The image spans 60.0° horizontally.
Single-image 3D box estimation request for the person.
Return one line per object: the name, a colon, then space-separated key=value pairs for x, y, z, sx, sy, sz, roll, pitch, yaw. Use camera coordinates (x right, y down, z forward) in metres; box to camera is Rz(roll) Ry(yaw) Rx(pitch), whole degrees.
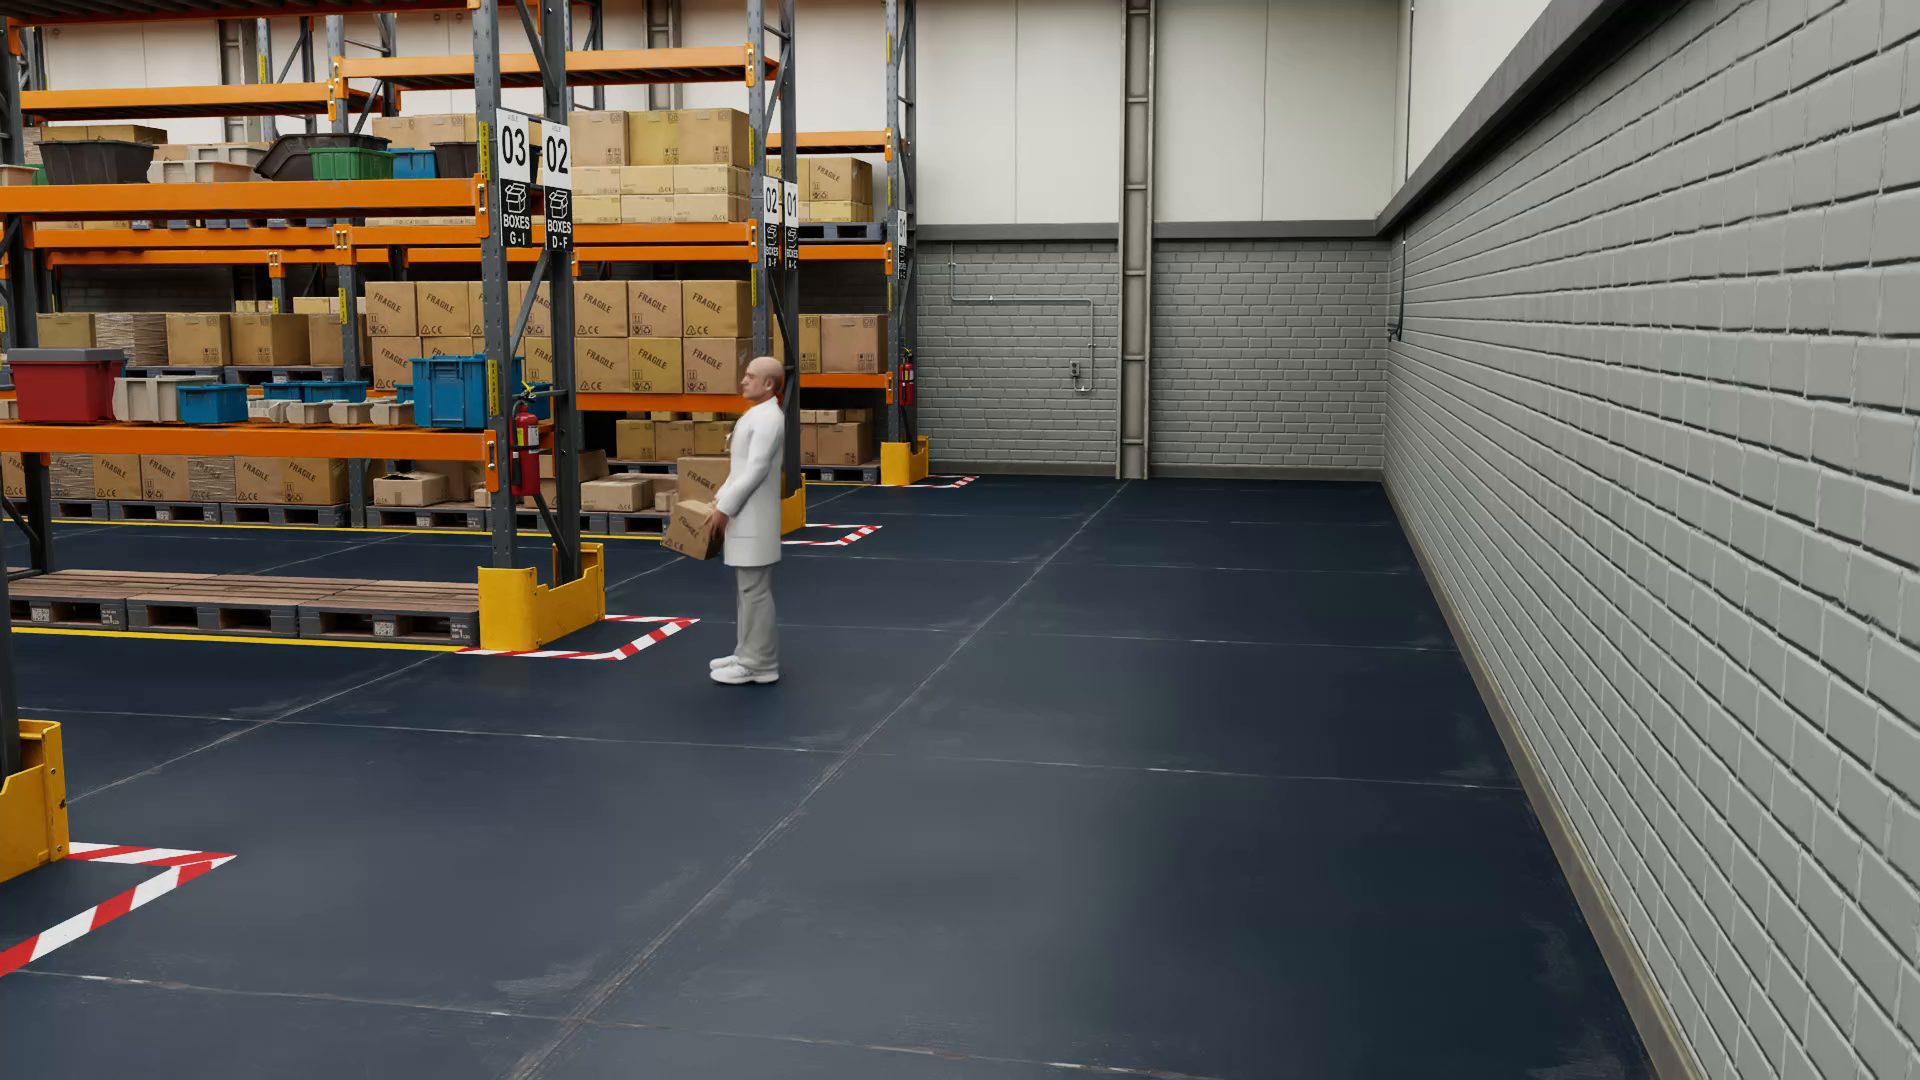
person: x=-1.180 y=-0.106 z=9.075 sx=0.469 sy=1.783 sz=0.606 roll=-1 pitch=8 yaw=-6
